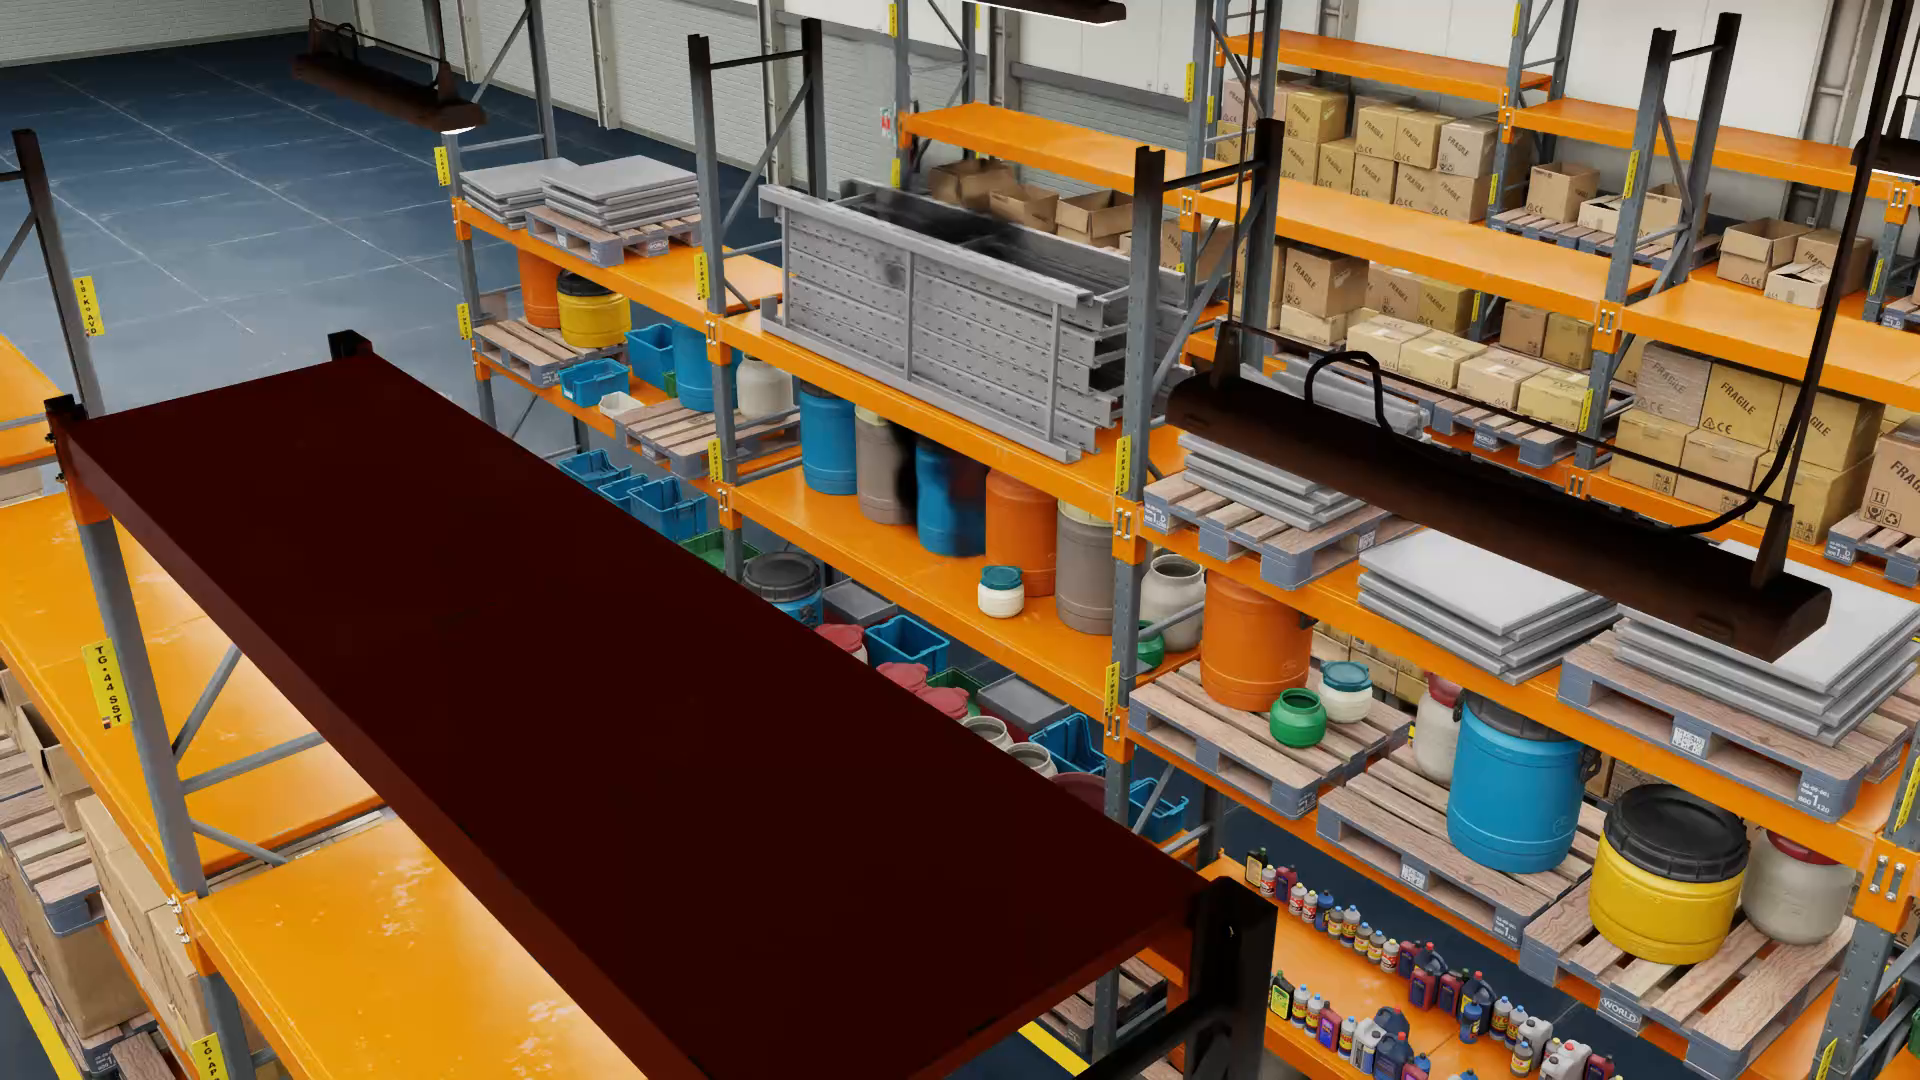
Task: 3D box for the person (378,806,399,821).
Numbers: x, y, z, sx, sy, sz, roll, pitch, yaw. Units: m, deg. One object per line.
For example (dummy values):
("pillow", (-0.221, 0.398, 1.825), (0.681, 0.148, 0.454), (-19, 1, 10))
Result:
("person", (-3.981, 2.004, 11.710), (0.780, 1.748, 0.663), (21, 33, 35))
